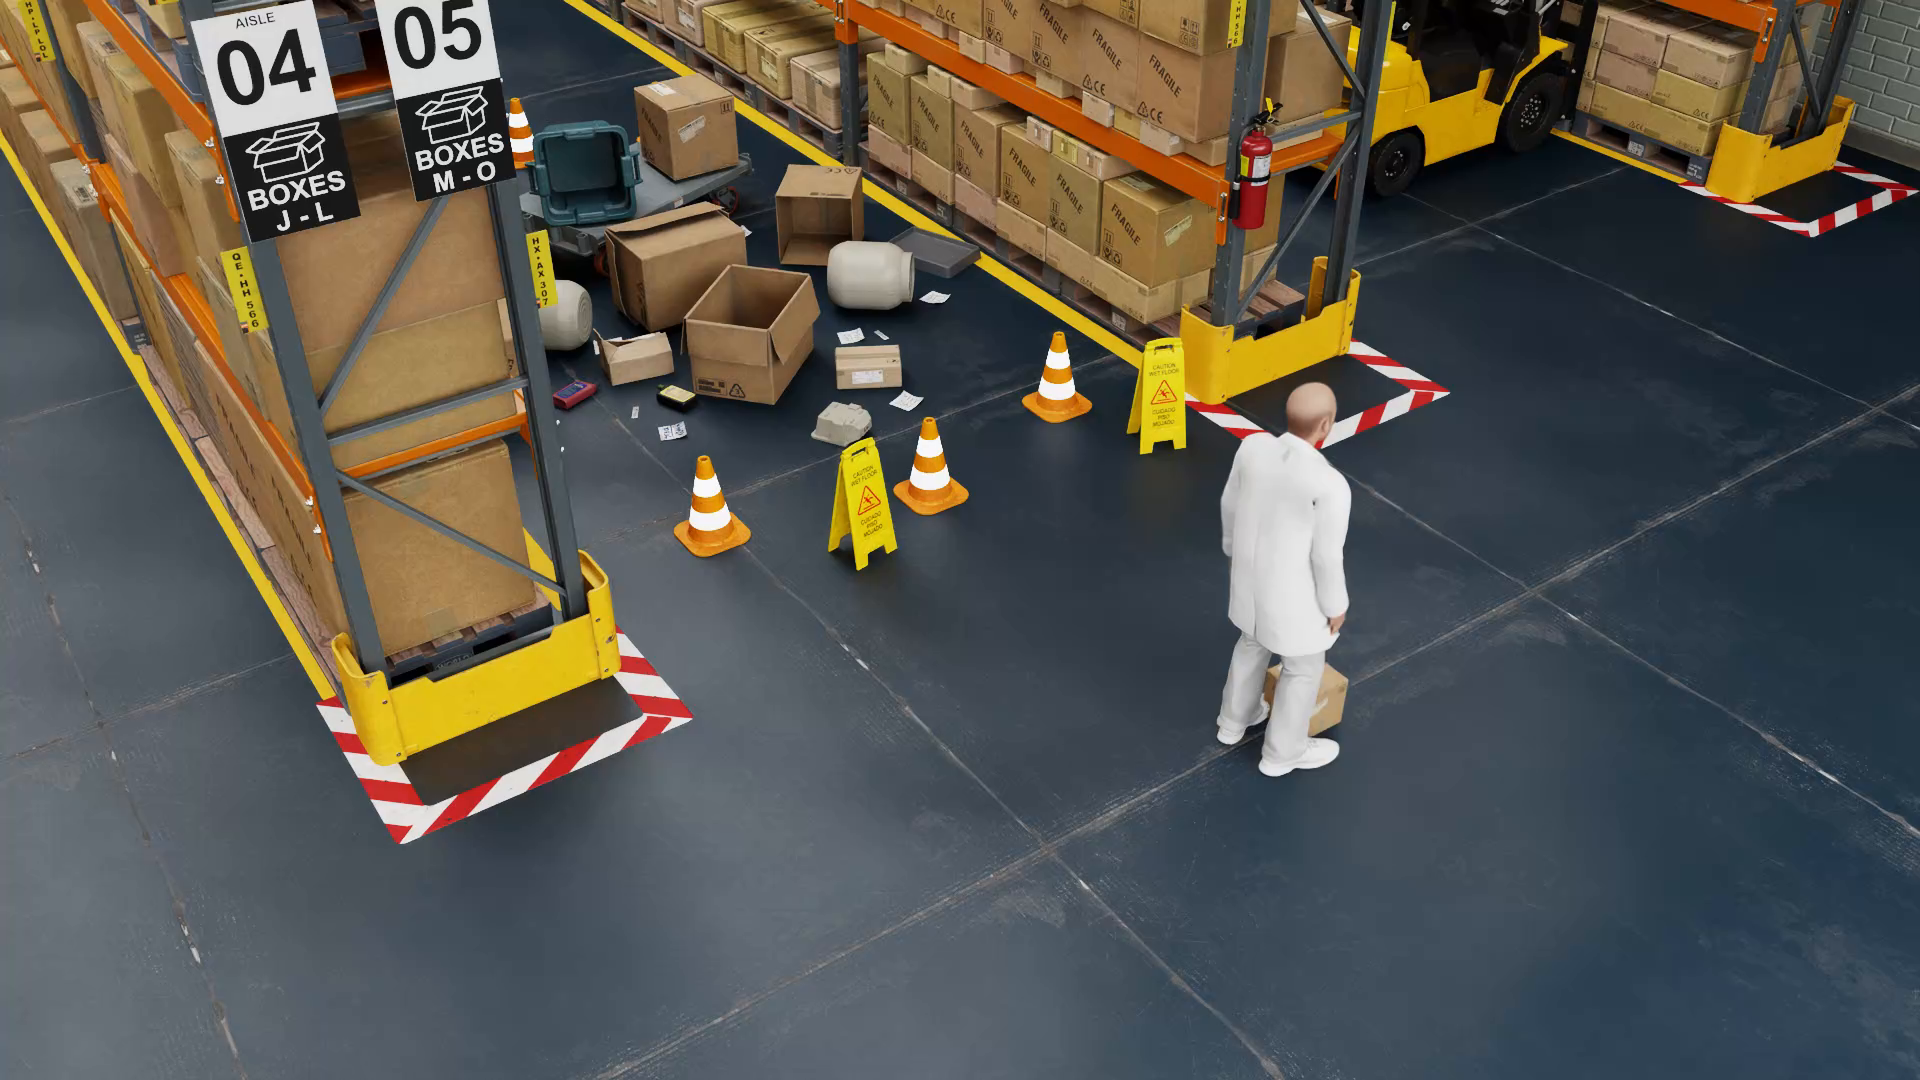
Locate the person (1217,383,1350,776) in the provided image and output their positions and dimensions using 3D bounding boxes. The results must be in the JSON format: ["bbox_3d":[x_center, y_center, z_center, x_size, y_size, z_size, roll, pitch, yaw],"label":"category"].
[{"bbox_3d":[1.322,0.161,6.796,0.428,1.772,0.641,-24,42,-30],"label":"person"}]
